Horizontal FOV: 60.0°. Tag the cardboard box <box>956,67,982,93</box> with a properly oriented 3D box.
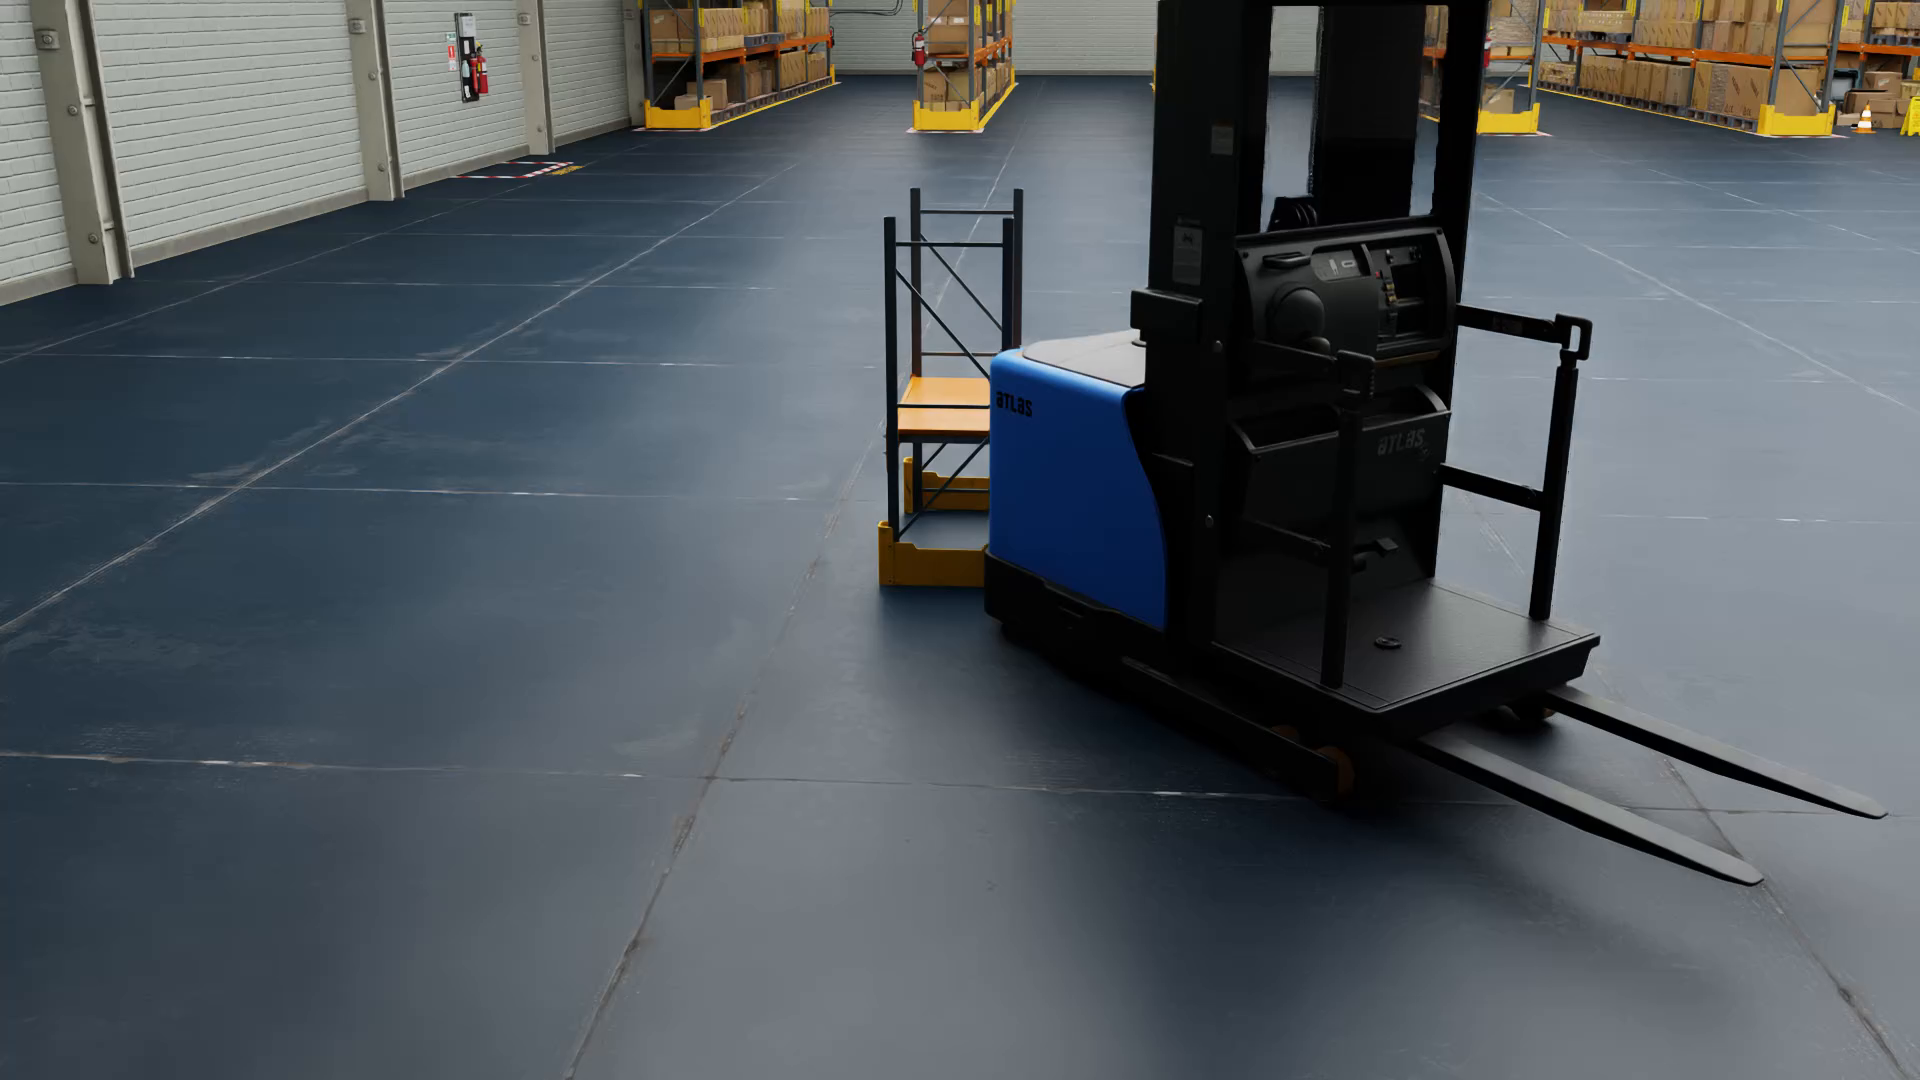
[{"bbox_3d":[0.174,-9.074,32.835,0.500,0.500,0.500,1,18,4],"label":"cardboard box"}]

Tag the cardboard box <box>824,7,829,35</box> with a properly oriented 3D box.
[{"bbox_3d":[-4.070,-13.949,44.693,0.980,0.700,0.700,2,18,6],"label":"cardboard box"}]

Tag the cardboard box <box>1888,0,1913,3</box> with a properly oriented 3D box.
[{"bbox_3d":[20.368,-11.598,36.234,0.500,0.500,0.500,1,18,2],"label":"cardboard box"}]

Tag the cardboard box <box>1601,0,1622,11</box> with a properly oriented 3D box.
[{"bbox_3d":[15.707,-13.047,40.180,0.500,0.500,0.500,2,18,5],"label":"cardboard box"}]

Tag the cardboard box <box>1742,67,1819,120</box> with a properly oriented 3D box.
[{"bbox_3d":[14.554,-7.924,29.525,0.875,0.875,0.875,1,18,4],"label":"cardboard box"}]

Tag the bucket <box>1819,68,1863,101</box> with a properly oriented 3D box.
[{"bbox_3d":[17.148,-8.837,32.391,0.726,0.611,0.620,8,10,23],"label":"bucket"}]

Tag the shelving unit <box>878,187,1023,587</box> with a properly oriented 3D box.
[{"bbox_3d":[-0.005,-0.689,7.117,0.587,1.500,1.083,1,18,4],"label":"shelving unit"}]

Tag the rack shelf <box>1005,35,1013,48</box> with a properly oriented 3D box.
[{"bbox_3d":[0.754,-12.892,43.107,1.077,0.370,4.000,1,18,4],"label":"rack shelf"}]

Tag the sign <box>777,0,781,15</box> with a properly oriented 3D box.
[{"bbox_3d":[-4.075,-11.984,37.446,0.100,0.325,0.005,1,18,4],"label":"sign"}]

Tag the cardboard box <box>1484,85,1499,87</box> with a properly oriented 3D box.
[{"bbox_3d":[9.765,-8.250,31.122,0.500,0.500,0.500,3,18,9],"label":"cardboard box"}]

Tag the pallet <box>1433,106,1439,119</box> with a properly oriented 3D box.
[{"bbox_3d":[9.905,-8.372,32.633,1.003,0.211,1.213,1,18,4],"label":"pallet"}]

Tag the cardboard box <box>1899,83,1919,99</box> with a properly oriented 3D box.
[{"bbox_3d":[19.934,-9.238,34.345,0.950,0.372,0.625,2,18,6],"label":"cardboard box"}]

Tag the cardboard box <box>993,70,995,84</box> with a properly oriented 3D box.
[{"bbox_3d":[0.501,-10.200,36.577,0.500,0.311,0.500,1,18,3],"label":"cardboard box"}]

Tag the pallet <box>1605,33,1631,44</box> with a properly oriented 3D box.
[{"bbox_3d":[15.089,-11.139,36.908,1.213,0.211,1.003,1,18,4],"label":"pallet"}]

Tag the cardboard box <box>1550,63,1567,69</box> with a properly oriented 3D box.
[{"bbox_3d":[15.331,-12.135,42.588,0.380,0.149,0.250,2,18,6],"label":"cardboard box"}]

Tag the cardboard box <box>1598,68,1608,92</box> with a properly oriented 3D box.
[{"bbox_3d":[14.994,-10.554,38.155,0.500,0.500,0.500,0,18,1],"label":"cardboard box"}]

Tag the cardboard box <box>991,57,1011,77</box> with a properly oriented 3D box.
[{"bbox_3d":[1.104,-12.702,44.679,0.500,0.500,0.500,1,18,4],"label":"cardboard box"}]

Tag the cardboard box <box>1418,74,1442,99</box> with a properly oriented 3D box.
[{"bbox_3d":[10.116,-9.612,35.249,0.700,0.500,0.500,3,18,9],"label":"cardboard box"}]

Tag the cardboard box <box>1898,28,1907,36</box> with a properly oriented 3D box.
[{"bbox_3d":[19.781,-10.578,34.617,0.380,0.149,0.250,2,18,7],"label":"cardboard box"}]

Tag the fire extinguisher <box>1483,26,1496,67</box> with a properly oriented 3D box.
[{"bbox_3d":[9.163,-8.602,28.981,0.296,0.674,0.183,1,18,4],"label":"fire extinguisher"}]

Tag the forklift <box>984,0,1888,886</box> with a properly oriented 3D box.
[{"bbox_3d":[1.353,-0.774,5.077,1.130,2.935,3.031,-12,22,-33],"label":"forklift"}]

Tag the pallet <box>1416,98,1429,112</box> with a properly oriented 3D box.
[{"bbox_3d":[10.057,-9.203,35.170,1.003,0.211,1.213,1,18,4],"label":"pallet"}]

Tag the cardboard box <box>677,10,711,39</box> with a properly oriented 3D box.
[{"bbox_3d":[-4.857,-9.432,30.394,0.500,0.500,0.500,1,18,4],"label":"cardboard box"}]

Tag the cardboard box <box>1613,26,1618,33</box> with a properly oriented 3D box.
[{"bbox_3d":[14.741,-11.327,36.903,0.380,0.149,0.250,1,18,4],"label":"cardboard box"}]

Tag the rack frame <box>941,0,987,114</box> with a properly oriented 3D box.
[{"bbox_3d":[0.037,-10.128,33.516,1.000,3.000,0.127,1,18,4],"label":"rack frame"}]

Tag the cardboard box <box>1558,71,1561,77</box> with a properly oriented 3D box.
[{"bbox_3d":[15.299,-11.746,41.878,0.380,0.149,0.250,0,18,1],"label":"cardboard box"}]

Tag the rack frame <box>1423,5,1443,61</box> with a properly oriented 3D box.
[{"bbox_3d":[10.205,-11.148,36.629,1.000,3.000,0.127,1,18,4],"label":"rack frame"}]

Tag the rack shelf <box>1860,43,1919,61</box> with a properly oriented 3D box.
[{"bbox_3d":[19.946,-9.964,34.170,1.077,0.370,4.000,1,18,4],"label":"rack shelf"}]

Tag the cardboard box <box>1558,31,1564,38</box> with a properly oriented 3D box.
[{"bbox_3d":[15.259,-12.710,41.799,0.380,0.149,0.250,2,18,5],"label":"cardboard box"}]

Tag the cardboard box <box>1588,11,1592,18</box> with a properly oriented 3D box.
[{"bbox_3d":[14.889,-12.256,38.782,0.380,0.149,0.250,1,18,3],"label":"cardboard box"}]

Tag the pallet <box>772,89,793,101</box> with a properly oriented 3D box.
[{"bbox_3d":[-4.486,-10.398,38.818,1.003,0.211,1.213,1,18,4],"label":"pallet"}]

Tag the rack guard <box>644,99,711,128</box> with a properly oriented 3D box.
[{"bbox_3d":[-5.185,-7.831,30.520,1.175,0.500,0.348,1,18,4],"label":"rack guard"}]

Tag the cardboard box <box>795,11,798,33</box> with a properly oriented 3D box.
[{"bbox_3d":[-4.183,-12.457,39.953,0.500,0.500,0.500,1,18,4],"label":"cardboard box"}]

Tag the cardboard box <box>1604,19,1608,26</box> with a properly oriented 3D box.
[{"bbox_3d":[14.798,-11.711,37.598,0.380,0.149,0.250,1,18,4],"label":"cardboard box"}]

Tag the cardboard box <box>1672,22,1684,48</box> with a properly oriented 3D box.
[{"bbox_3d":[14.665,-10.137,33.380,0.500,0.500,0.500,1,18,3],"label":"cardboard box"}]

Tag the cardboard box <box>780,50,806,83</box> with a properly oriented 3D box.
[{"bbox_3d":[-4.247,-11.696,41.077,0.750,0.750,0.750,1,18,5],"label":"cardboard box"}]

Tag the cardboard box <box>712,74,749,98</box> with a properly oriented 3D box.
[{"bbox_3d":[-4.881,-9.650,35.363,0.700,0.500,0.500,1,18,3],"label":"cardboard box"}]

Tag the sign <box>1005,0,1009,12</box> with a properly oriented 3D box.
[{"bbox_3d":[1.165,-13.152,40.884,0.100,0.325,0.005,1,18,4],"label":"sign"}]

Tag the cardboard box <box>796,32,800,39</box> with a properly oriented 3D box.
[{"bbox_3d":[-4.091,-12.260,40.391,0.380,0.149,0.250,1,18,4],"label":"cardboard box"}]

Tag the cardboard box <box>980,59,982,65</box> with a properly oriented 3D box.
[{"bbox_3d":[0.261,-11.535,39.913,0.500,0.250,0.500,1,18,4],"label":"cardboard box"}]

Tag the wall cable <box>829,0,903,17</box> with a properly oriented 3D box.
[{"bbox_3d":[-3.282,-17.089,50.110,3.097,2.526,0.112,1,18,4],"label":"wall cable"}]

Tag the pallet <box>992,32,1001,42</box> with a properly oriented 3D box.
[{"bbox_3d":[0.303,-11.492,37.985,1.213,0.211,1.003,1,18,4],"label":"pallet"}]

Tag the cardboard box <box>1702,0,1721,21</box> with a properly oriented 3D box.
[{"bbox_3d":[14.797,-10.235,31.865,0.875,0.550,0.550,1,18,4],"label":"cardboard box"}]

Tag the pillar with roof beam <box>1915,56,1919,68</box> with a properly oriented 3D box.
[{"bbox_3d":[22.412,-17.066,45.056,9.100,9.000,0.400,1,18,4],"label":"pillar with roof beam"}]

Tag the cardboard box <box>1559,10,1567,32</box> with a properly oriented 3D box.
[{"bbox_3d":[15.259,-12.910,41.366,0.500,0.500,0.500,1,18,4],"label":"cardboard box"}]

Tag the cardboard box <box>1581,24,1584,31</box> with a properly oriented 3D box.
[{"bbox_3d":[14.930,-12.131,39.355,0.380,0.149,0.250,2,18,5],"label":"cardboard box"}]
